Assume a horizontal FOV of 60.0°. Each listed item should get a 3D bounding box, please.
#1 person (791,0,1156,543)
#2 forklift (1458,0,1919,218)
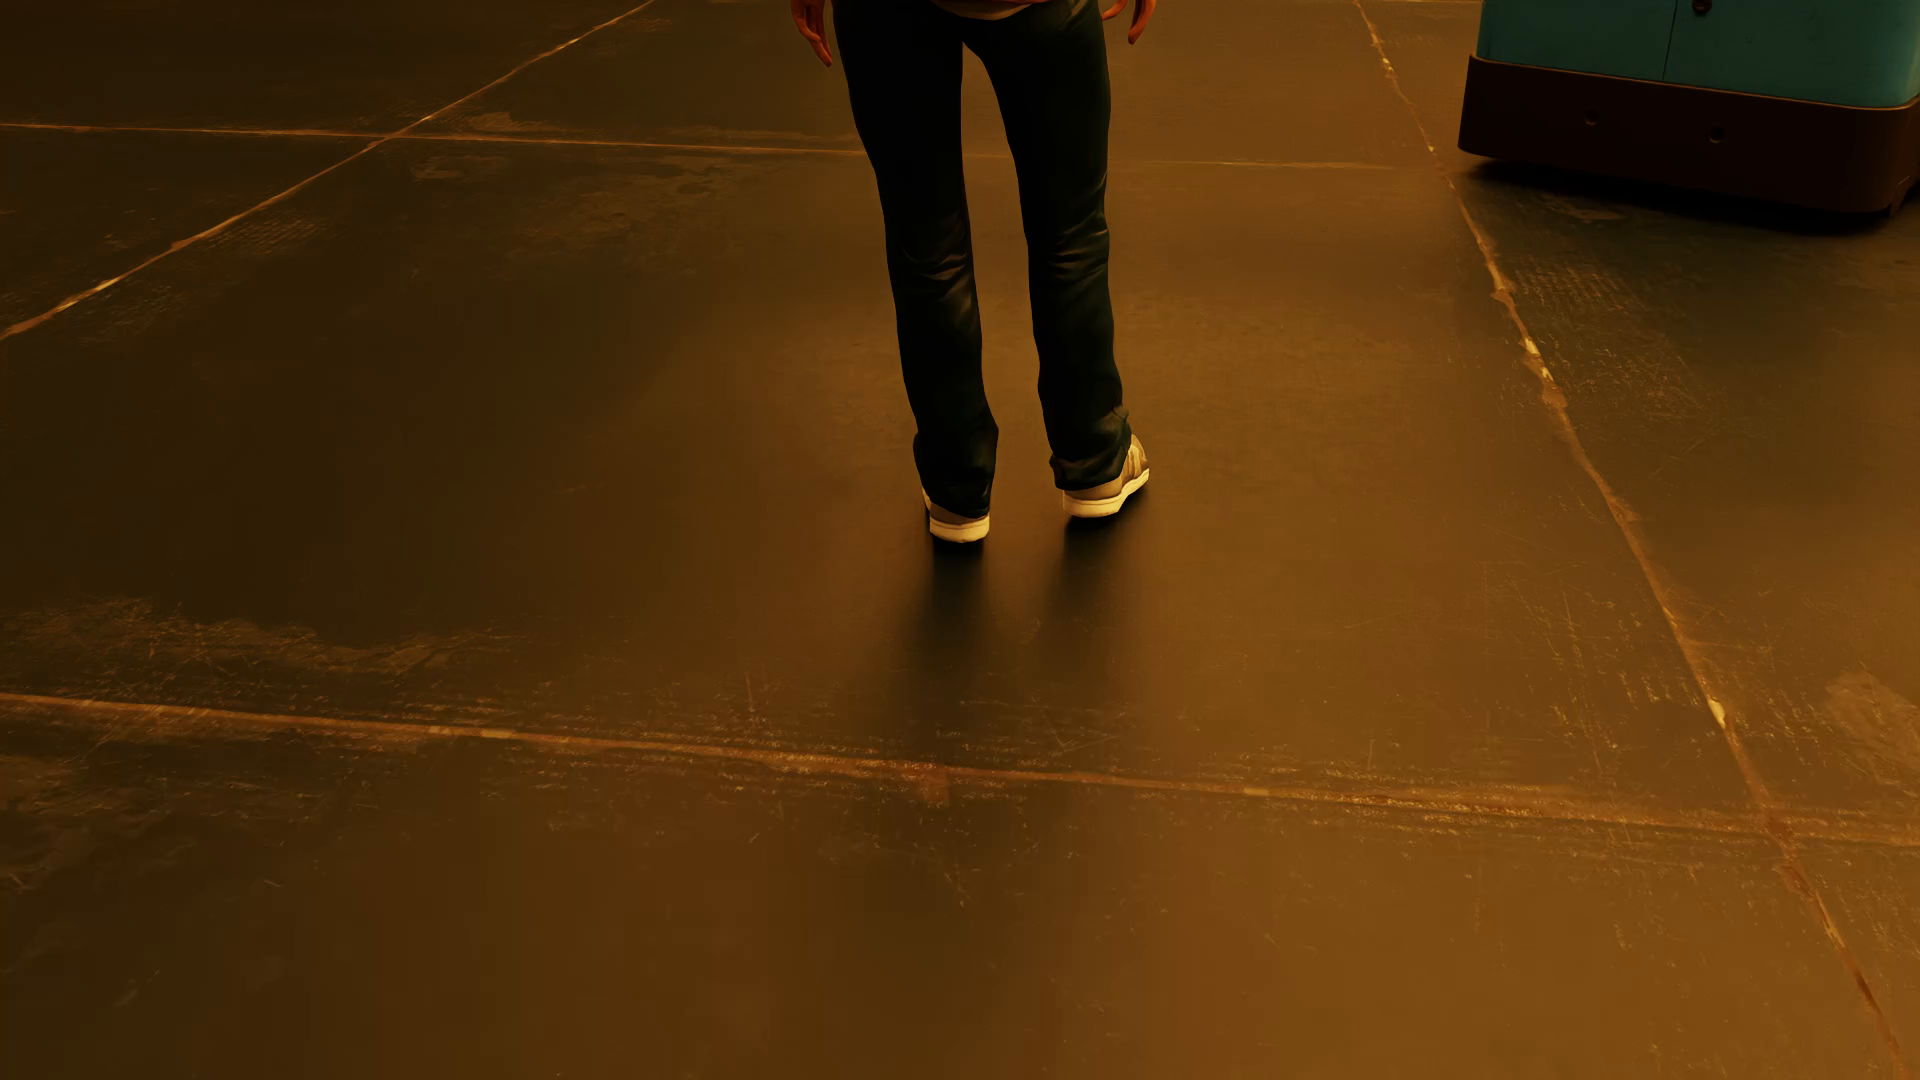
[{"bbox_3d":[0.024,-0.753,2.204,0.520,1.597,0.476,3,27,7],"label":"person"},{"bbox_3d":[2.655,-2.654,4.538,1.130,2.935,3.031,20,33,35],"label":"forklift"}]
